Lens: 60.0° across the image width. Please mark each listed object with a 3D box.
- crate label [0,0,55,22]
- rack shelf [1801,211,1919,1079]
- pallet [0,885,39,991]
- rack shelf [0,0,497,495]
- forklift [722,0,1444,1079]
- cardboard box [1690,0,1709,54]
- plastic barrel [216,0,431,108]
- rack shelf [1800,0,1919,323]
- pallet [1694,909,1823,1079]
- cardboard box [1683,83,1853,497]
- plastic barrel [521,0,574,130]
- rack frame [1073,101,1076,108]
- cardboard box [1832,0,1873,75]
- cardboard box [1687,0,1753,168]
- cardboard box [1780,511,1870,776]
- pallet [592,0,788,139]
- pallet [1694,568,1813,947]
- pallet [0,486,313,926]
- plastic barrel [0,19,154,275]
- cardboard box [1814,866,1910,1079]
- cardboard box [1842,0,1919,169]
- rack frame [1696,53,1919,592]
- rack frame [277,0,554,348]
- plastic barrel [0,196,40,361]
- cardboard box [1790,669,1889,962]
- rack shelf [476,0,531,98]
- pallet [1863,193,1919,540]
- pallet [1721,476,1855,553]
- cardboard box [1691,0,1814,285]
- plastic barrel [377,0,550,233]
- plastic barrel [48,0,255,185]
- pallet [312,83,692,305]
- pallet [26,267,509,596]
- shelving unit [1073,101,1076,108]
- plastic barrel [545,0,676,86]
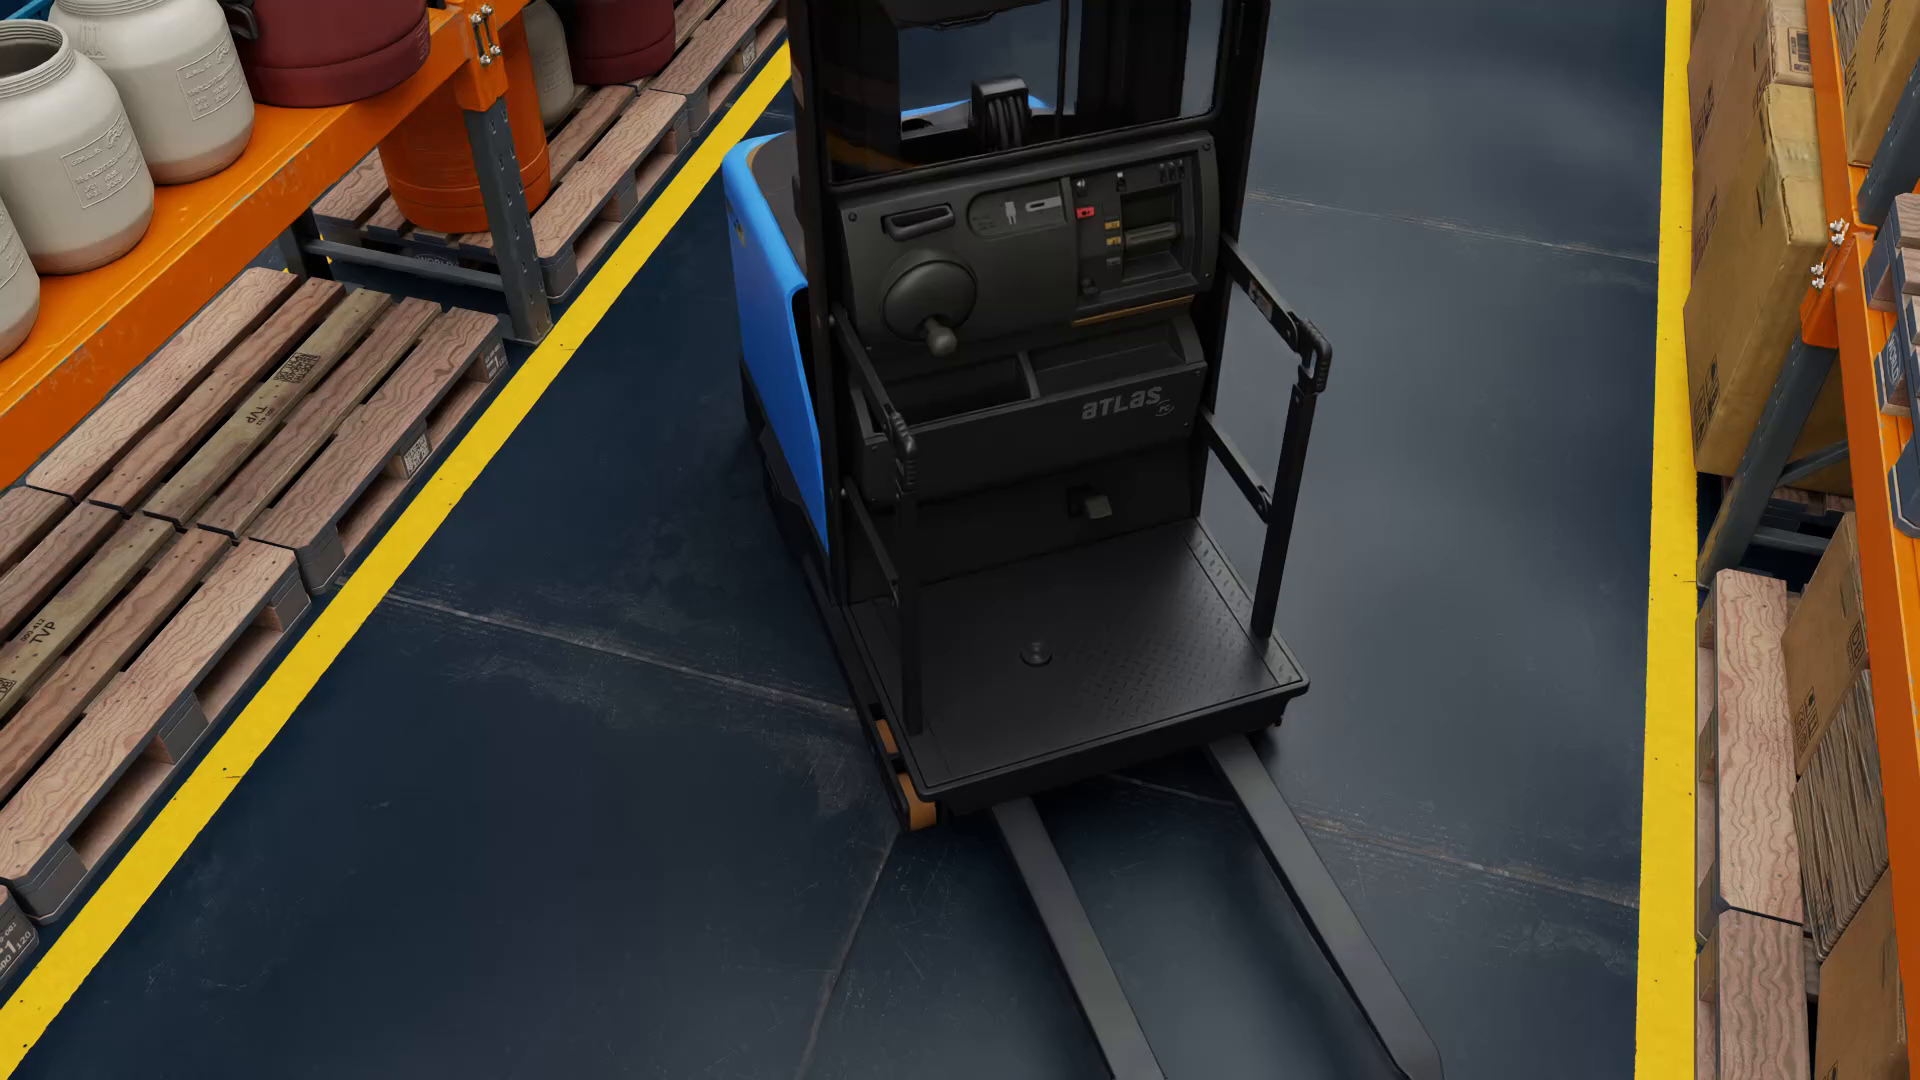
[{"bbox_3d":[-2.527,-1.315,4.424,0.502,0.435,0.616,13,46,13],"label":"crate label"},{"bbox_3d":[2.146,0.732,2.872,1.077,0.370,4.000,13,46,13],"label":"rack shelf"},{"bbox_3d":[-2.979,1.224,3.848,1.003,0.211,1.213,13,46,13],"label":"pallet"},{"bbox_3d":[-2.575,-0.317,3.944,1.077,0.370,4.000,13,46,13],"label":"rack shelf"},{"bbox_3d":[0.254,-0.602,3.770,1.130,2.935,3.031,-14,46,-14],"label":"forklift"},{"bbox_3d":[3.788,-2.484,6.863,1.225,0.875,0.875,13,46,13],"label":"cardboard box"},{"bbox_3d":[-1.821,-1.583,4.625,0.600,0.536,0.708,13,46,13],"label":"plastic barrel"},{"bbox_3d":[3.357,-1.934,5.596,1.077,0.370,4.000,13,46,13],"label":"rack shelf"},{"bbox_3d":[2.142,1.469,3.597,1.003,0.211,1.213,13,46,13],"label":"pallet"},{"bbox_3d":[2.980,-0.705,5.044,1.225,0.875,0.875,11,45,11],"label":"cardboard box"},{"bbox_3d":[-1.751,-1.893,6.519,0.421,0.512,0.421,0,44,0],"label":"plastic barrel"},{"bbox_3d":[0.273,-1.123,5.755,0.240,0.900,0.006,9,45,9],"label":"rack frame"},{"bbox_3d":[2.821,-1.607,4.676,0.500,0.500,0.500,12,46,12],"label":"cardboard box"},{"bbox_3d":[3.518,-1.889,6.254,1.225,0.875,0.875,11,45,11],"label":"cardboard box"},{"bbox_3d":[2.568,0.329,4.242,0.700,0.500,0.500,10,45,10],"label":"cardboard box"},{"bbox_3d":[-1.399,-2.256,7.404,1.003,0.211,1.213,13,46,13],"label":"pallet"},{"bbox_3d":[2.513,0.659,4.426,1.003,0.211,1.213,13,46,13],"label":"pallet"},{"bbox_3d":[-2.612,0.408,4.682,1.003,0.211,1.213,13,46,13],"label":"pallet"},{"bbox_3d":[-2.204,-0.936,3.982,0.421,0.512,0.421,0,44,0],"label":"plastic barrel"},{"bbox_3d":[2.247,1.080,3.474,0.700,0.500,0.500,16,47,16],"label":"cardboard box"},{"bbox_3d":[2.665,-1.276,4.337,0.500,0.500,0.500,14,46,14],"label":"cardboard box"},{"bbox_3d":[2.752,-0.858,3.982,1.000,3.000,0.127,13,46,13],"label":"rack frame"},{"bbox_3d":[-1.969,-1.907,5.055,1.000,3.000,0.127,13,46,13],"label":"rack frame"},{"bbox_3d":[-2.328,-0.658,3.681,0.433,0.535,0.433,0,44,0],"label":"plastic barrel"},{"bbox_3d":[2.412,0.701,3.862,0.700,0.500,0.500,9,45,9],"label":"cardboard box"},{"bbox_3d":[-1.363,-2.983,6.668,1.077,0.370,4.000,13,46,13],"label":"rack shelf"},{"bbox_3d":[2.637,-0.292,3.541,1.213,0.211,1.003,13,46,13],"label":"pallet"},{"bbox_3d":[3.062,-0.371,5.478,1.003,0.211,1.213,13,46,13],"label":"pallet"},{"bbox_3d":[3.258,-1.297,5.650,1.225,0.875,0.875,13,46,13],"label":"cardboard box"},{"bbox_3d":[-1.837,-1.612,6.004,0.600,0.830,0.708,13,46,13],"label":"plastic barrel"},{"bbox_3d":[-2.077,-1.216,4.268,0.421,0.512,0.421,0,44,0],"label":"plastic barrel"},{"bbox_3d":[-1.770,-1.445,6.576,1.003,0.211,1.213,13,46,13],"label":"pallet"},{"bbox_3d":[-2.240,-0.403,5.511,1.003,0.211,1.213,13,46,13],"label":"pallet"},{"bbox_3d":[0.250,-1.054,5.684,0.258,0.900,0.210,9,45,9],"label":"shelving unit"},{"bbox_3d":[-1.495,-2.278,6.857,0.600,0.588,0.708,13,46,13],"label":"plastic barrel"}]
